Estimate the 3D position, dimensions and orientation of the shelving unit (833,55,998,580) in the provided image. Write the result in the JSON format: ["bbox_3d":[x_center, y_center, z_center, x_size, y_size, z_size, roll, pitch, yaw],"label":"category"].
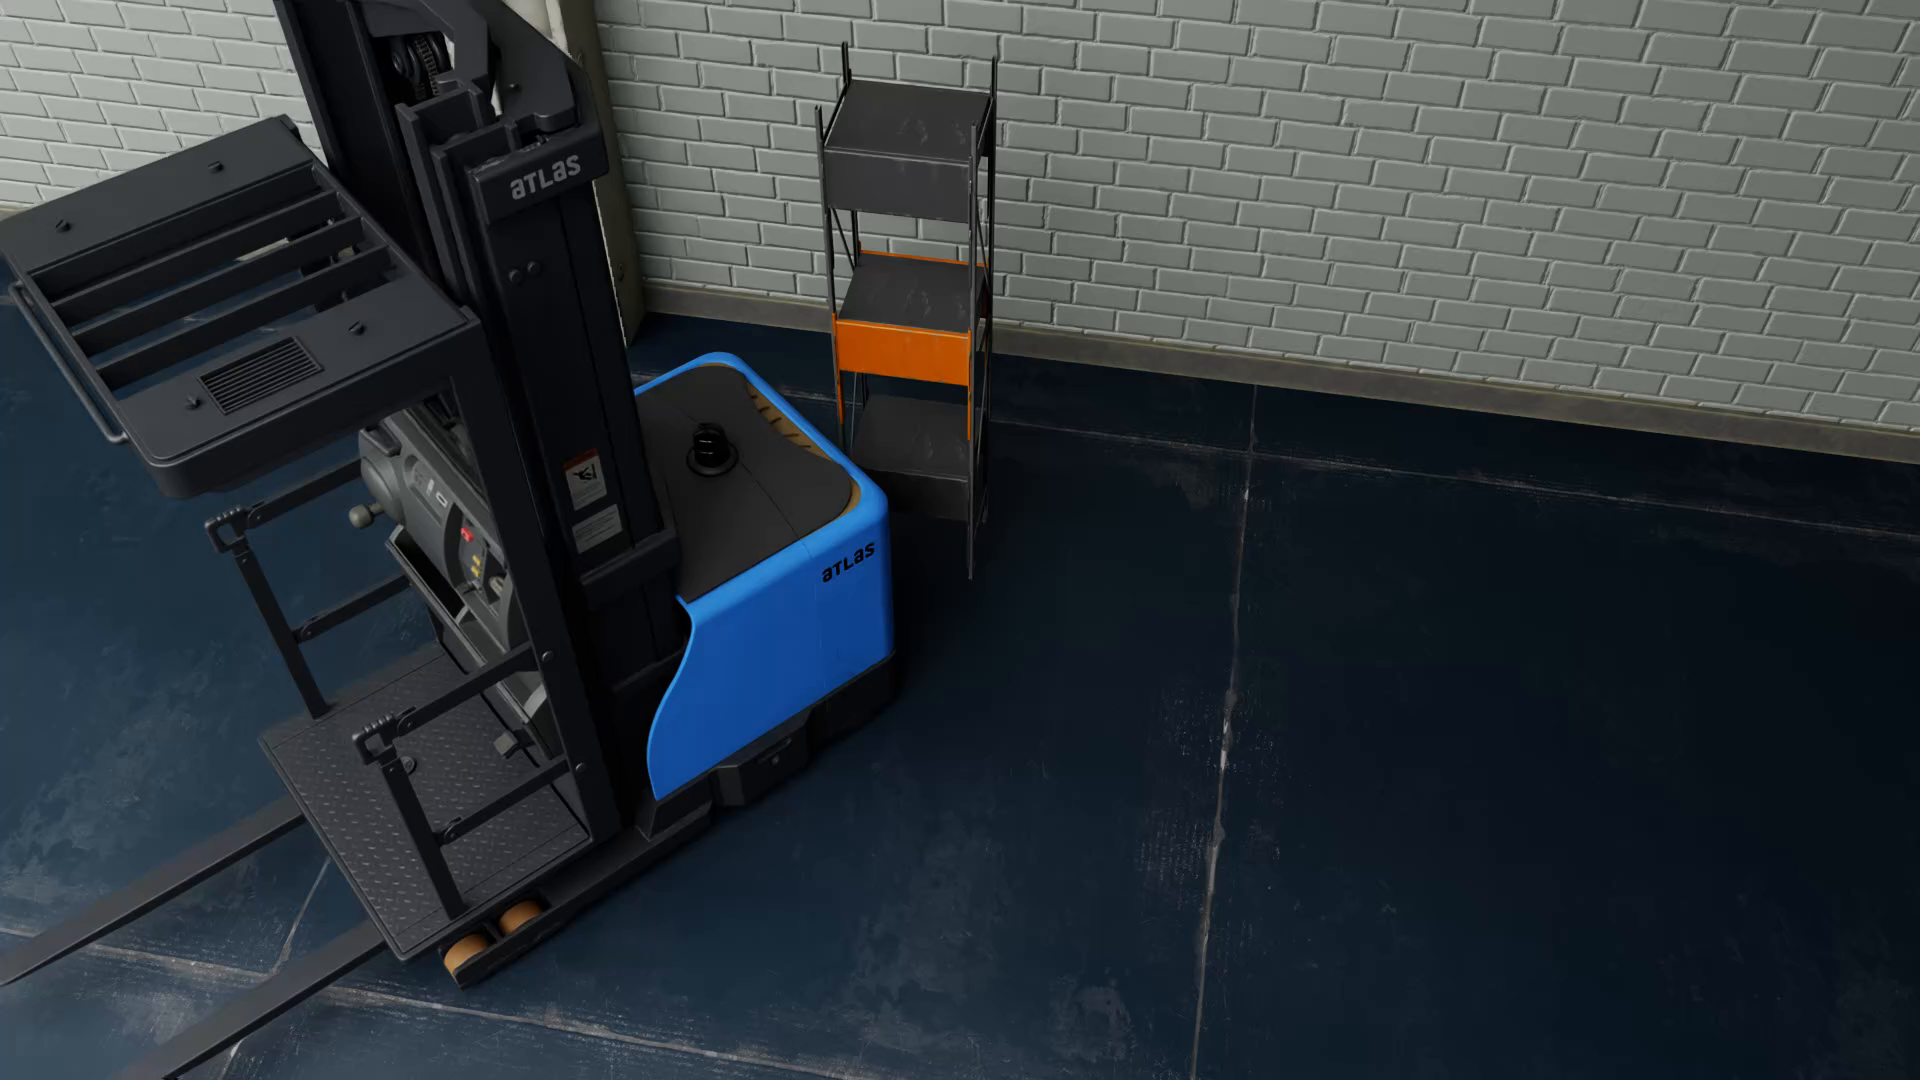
[{"bbox_3d":[-0.157,-0.723,5.960,0.492,2.100,0.431,8,49,7],"label":"shelving unit"}]

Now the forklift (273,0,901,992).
[{"bbox_3d":[-1.681,0.015,4.738,3.031,2.935,1.130,-31,55,-25],"label":"forklift"}]

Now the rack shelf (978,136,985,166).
[{"bbox_3d":[-0.163,-1.249,5.376,0.442,0.100,0.332,8,49,7],"label":"rack shelf"}]

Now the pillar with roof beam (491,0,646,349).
[{"bbox_3d":[-2.431,-0.854,1.439,0.400,9.000,9.100,8,49,7],"label":"pillar with roof beam"}]

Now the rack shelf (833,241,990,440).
[{"bbox_3d":[-0.163,-0.715,5.971,0.480,0.518,0.431,8,49,7],"label":"rack shelf"}]

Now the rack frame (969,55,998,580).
[{"bbox_3d":[0.077,-0.691,5.932,0.015,2.100,0.400,8,49,7],"label":"rack frame"}]

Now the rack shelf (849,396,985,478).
[{"bbox_3d":[-0.163,-0.338,6.390,0.457,0.174,0.368,8,49,7],"label":"rack shelf"}]
